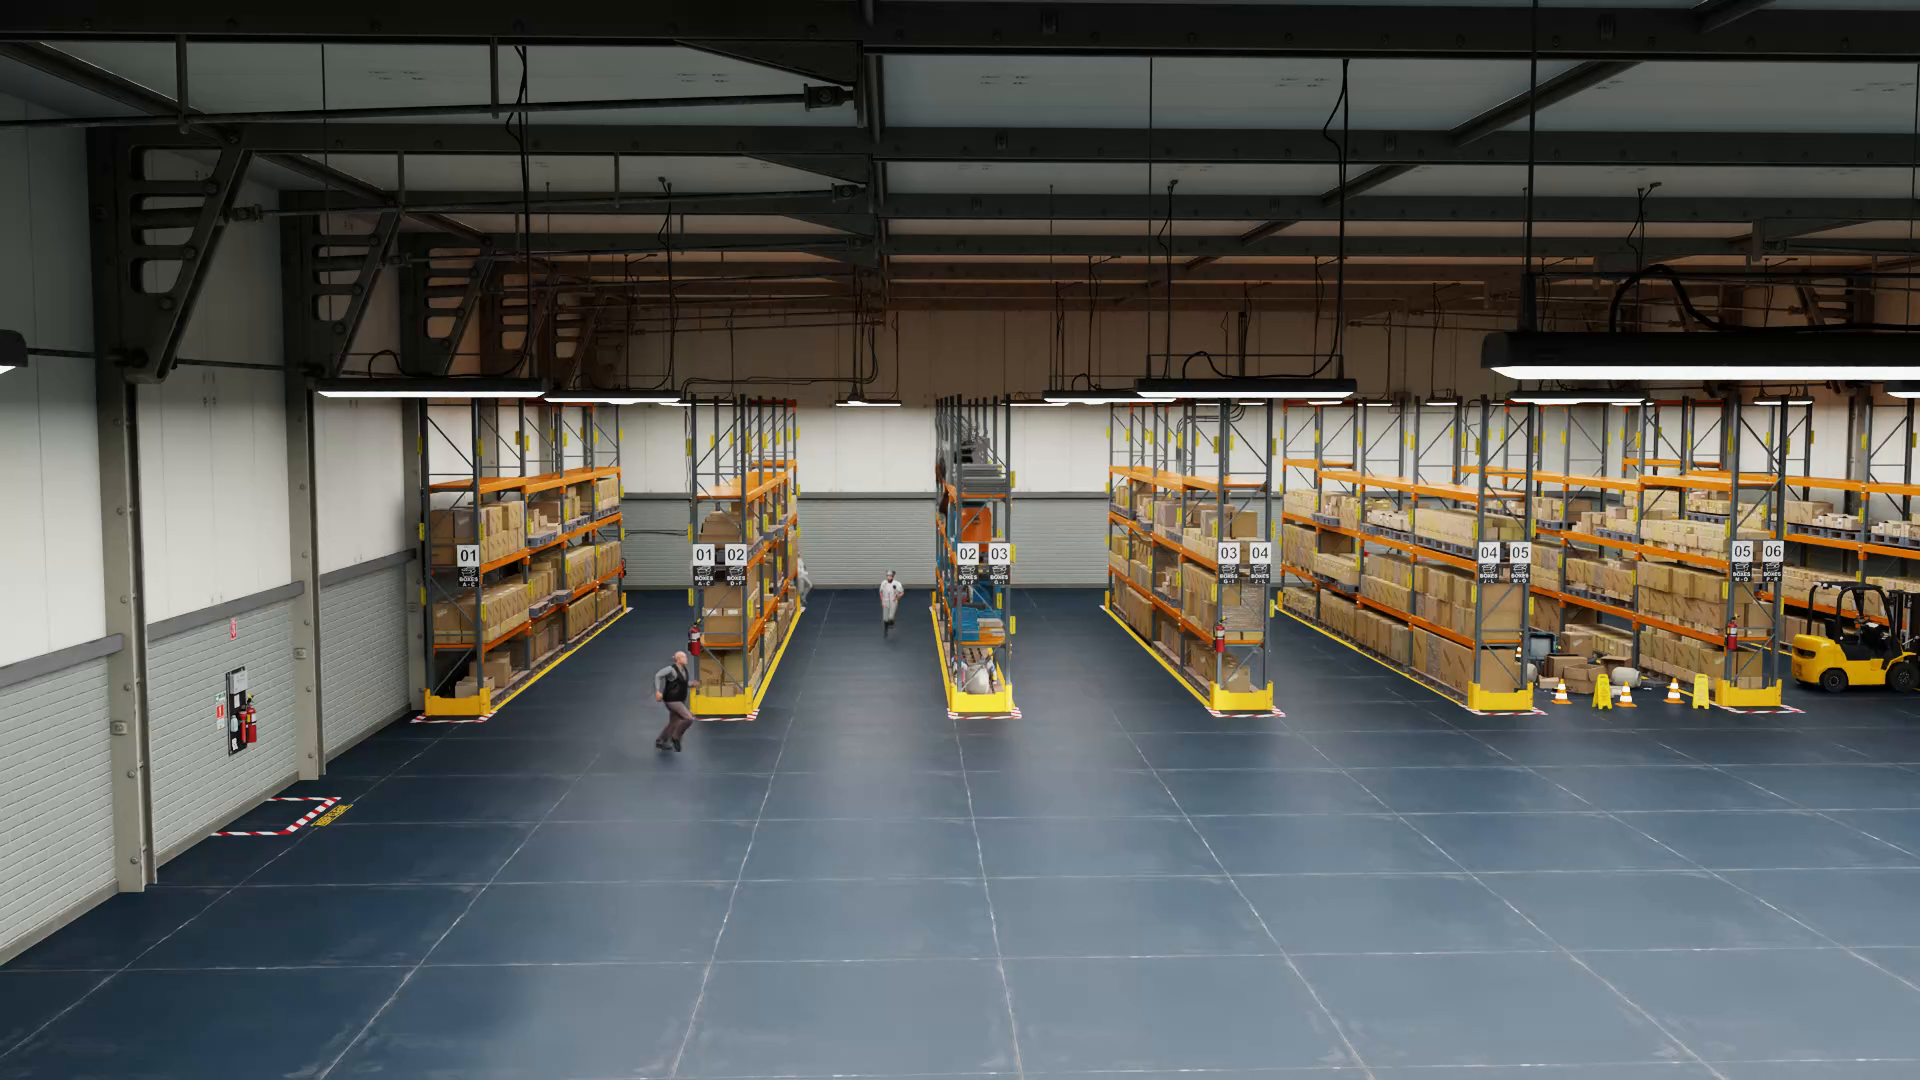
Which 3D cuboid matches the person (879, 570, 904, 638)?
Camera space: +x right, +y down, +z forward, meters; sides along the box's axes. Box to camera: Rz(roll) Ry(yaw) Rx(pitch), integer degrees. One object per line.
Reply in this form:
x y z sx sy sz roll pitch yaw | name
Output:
-1.716 1.594 41.256 0.645 1.729 0.608 1 5 7 | person

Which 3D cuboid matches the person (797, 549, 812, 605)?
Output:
-4.613 1.092 48.363 0.600 1.646 0.565 0 5 4 | person

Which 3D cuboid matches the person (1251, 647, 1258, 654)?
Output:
6.890 1.785 39.214 0.672 1.754 0.712 -1 5 -10 | person

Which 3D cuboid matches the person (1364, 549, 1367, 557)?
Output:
11.394 1.147 46.911 0.660 1.763 0.840 -2 5 -20 | person

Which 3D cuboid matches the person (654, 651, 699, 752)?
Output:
-4.709 2.686 27.619 0.787 1.682 0.687 2 5 19 | person
